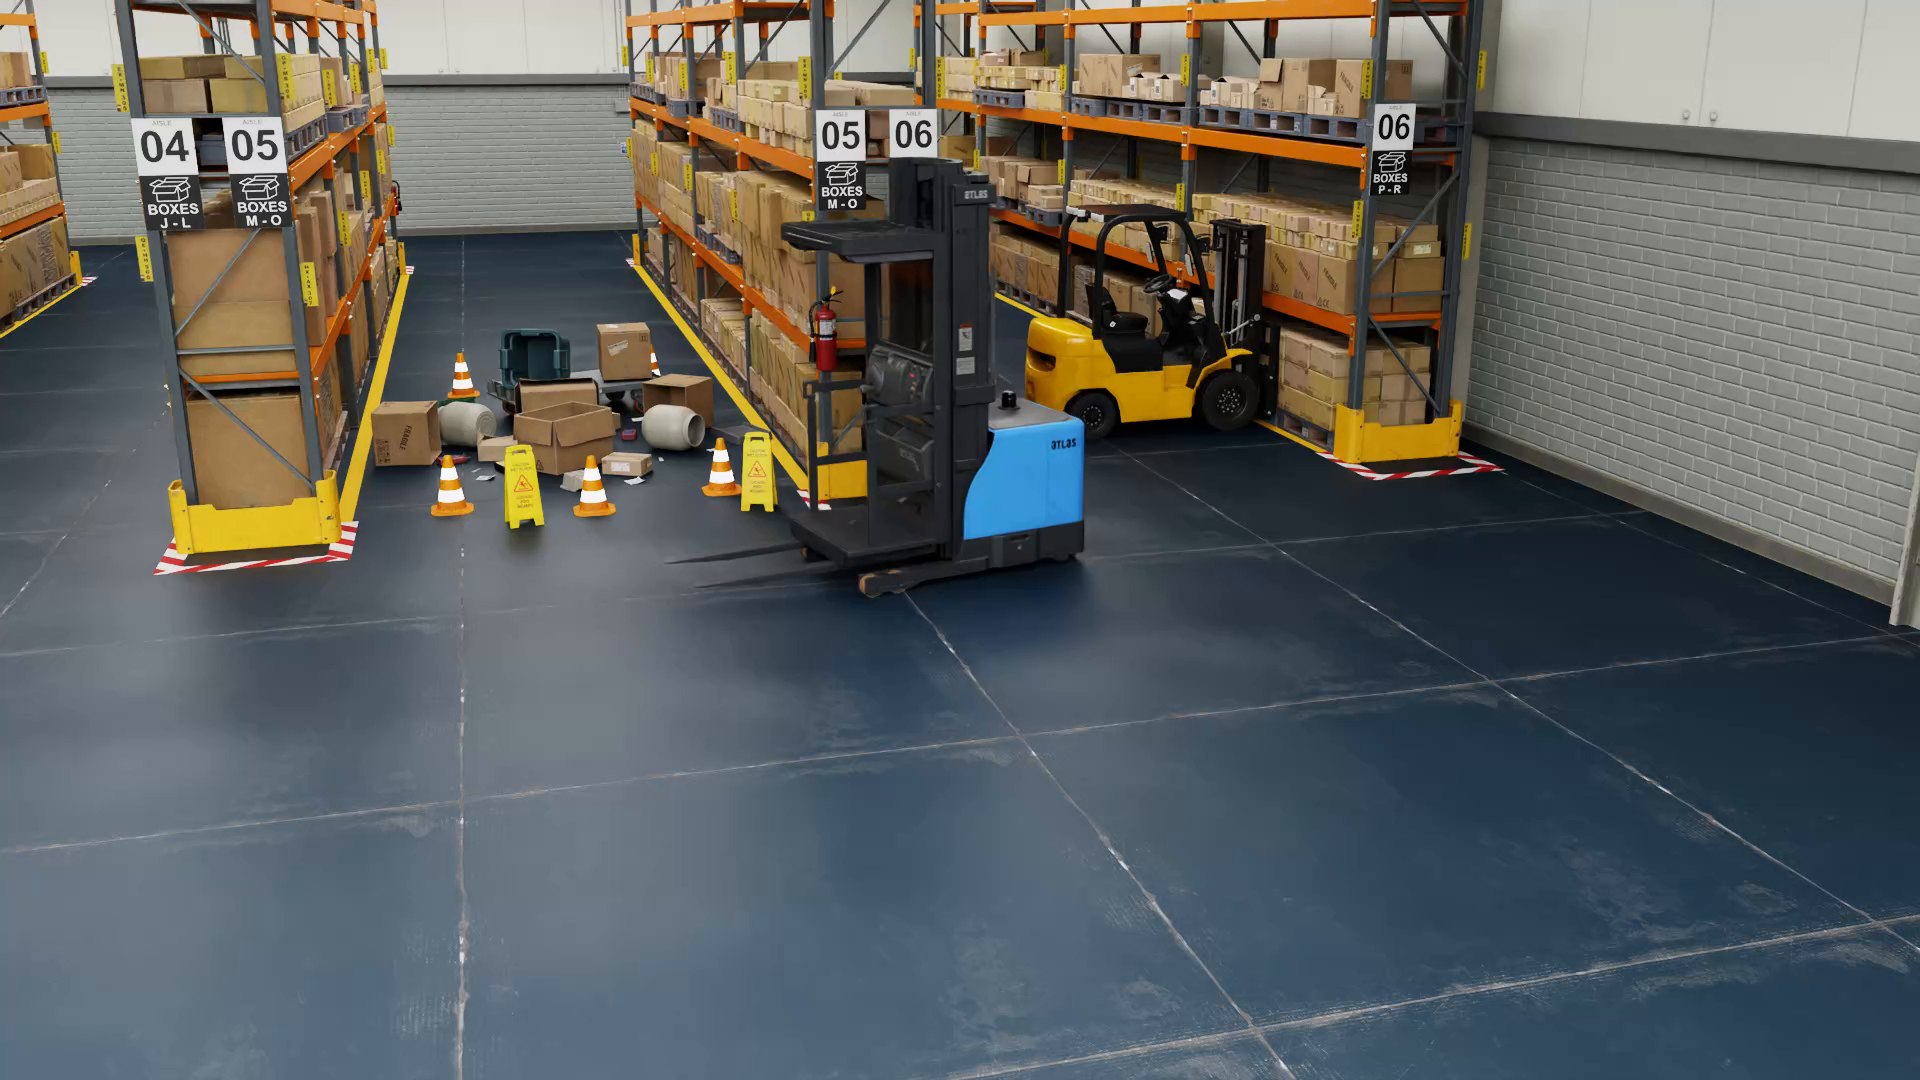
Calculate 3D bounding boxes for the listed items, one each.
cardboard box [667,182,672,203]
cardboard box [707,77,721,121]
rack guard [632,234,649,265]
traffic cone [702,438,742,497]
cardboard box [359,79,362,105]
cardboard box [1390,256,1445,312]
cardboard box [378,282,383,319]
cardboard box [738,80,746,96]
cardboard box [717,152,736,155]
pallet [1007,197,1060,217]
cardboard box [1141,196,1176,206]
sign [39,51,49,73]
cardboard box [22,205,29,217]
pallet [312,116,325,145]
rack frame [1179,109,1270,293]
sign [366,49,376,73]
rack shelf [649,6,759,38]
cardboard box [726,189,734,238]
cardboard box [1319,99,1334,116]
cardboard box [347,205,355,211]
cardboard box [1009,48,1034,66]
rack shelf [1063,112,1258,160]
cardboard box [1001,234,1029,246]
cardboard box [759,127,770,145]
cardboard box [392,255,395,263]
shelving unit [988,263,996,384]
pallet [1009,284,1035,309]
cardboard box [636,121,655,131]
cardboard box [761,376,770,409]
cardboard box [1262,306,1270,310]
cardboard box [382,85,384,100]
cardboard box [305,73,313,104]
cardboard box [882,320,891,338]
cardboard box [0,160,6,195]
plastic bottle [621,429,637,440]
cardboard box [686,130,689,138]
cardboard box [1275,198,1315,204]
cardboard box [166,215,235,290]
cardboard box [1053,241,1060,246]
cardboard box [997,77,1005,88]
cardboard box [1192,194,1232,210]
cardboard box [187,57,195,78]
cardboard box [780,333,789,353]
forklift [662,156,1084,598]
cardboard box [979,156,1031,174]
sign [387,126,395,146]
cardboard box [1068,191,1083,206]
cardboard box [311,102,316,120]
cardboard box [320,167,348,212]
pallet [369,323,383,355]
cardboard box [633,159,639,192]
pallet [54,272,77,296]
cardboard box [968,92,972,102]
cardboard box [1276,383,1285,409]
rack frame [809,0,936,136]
[{"bbox_3d":[-3.856,-4.903,23.451,0.500,0.250,0.500,-4,17,-15],"label":"cardboard box"},{"bbox_3d":[-2.639,-5.278,19.920,0.700,0.500,0.500,-5,17,-15],"label":"cardboard box"},{"bbox_3d":[-5.095,-5.079,28.990,1.175,0.500,0.348,-5,17,-15],"label":"rack guard"},{"bbox_3d":[-2.050,-0.645,14.296,0.336,0.463,0.334,-5,17,-15],"label":"traffic cone"},{"bbox_3d":[-7.809,-5.576,20.913,0.500,0.500,0.500,-5,17,-15],"label":"cardboard box"},{"bbox_3d":[4.211,-2.444,15.700,0.500,0.500,0.500,-4,17,-13],"label":"cardboard box"},{"bbox_3d":[-7.858,-3.137,21.797,0.500,0.500,0.500,-5,17,-17],"label":"cardboard box"},{"bbox_3d":[-2.018,-4.535,16.672,0.380,0.149,0.250,-5,17,-16],"label":"cardboard box"},{"bbox_3d":[-2.936,-4.875,22.056,0.500,0.500,0.500,-5,17,-15],"label":"cardboard box"},{"bbox_3d":[1.343,-4.895,24.369,1.003,0.211,1.213,-5,17,-15],"label":"pallet"},{"bbox_3d":[2.369,-3.983,19.696,0.380,0.149,0.250,-5,18,-17],"label":"cardboard box"},{"bbox_3d":[-14.091,-7.347,25.583,0.100,0.325,0.005,-5,17,-15],"label":"sign"},{"bbox_3d":[-13.636,-4.726,23.906,0.380,0.149,0.250,-4,17,-15],"label":"cardboard box"},{"bbox_3d":[-6.307,-3.698,14.988,1.003,0.211,1.213,-5,17,-15],"label":"pallet"},{"bbox_3d":[2.981,-3.343,18.868,1.000,3.000,0.127,-5,17,-15],"label":"rack frame"},{"bbox_3d":[-8.188,-6.661,23.116,0.100,0.325,0.005,-5,17,-15],"label":"sign"},{"bbox_3d":[-3.439,-6.947,22.381,1.077,0.370,4.000,-5,17,-15],"label":"rack shelf"},{"bbox_3d":[-2.275,-3.588,18.262,0.500,0.500,0.500,-5,17,-15],"label":"cardboard box"},{"bbox_3d":[3.561,-4.007,15.398,0.380,0.149,0.250,-5,17,-17],"label":"cardboard box"},{"bbox_3d":[-7.561,-4.010,20.277,0.380,0.149,0.250,-4,17,-13],"label":"cardboard box"},{"bbox_3d":[0.933,-7.383,25.399,0.396,0.266,0.258,-5,17,-16],"label":"cardboard box"},{"bbox_3d":[2.432,-4.989,20.382,1.077,0.370,4.000,-5,17,-15],"label":"rack shelf"},{"bbox_3d":[0.857,-4.610,25.573,0.380,0.149,0.250,-6,18,-18],"label":"cardboard box"},{"bbox_3d":[-1.671,-3.797,15.601,0.380,0.149,0.250,-5,17,-16],"label":"cardboard box"},{"bbox_3d":[-9.101,-4.419,26.157,0.380,0.149,0.250,-4,17,-14],"label":"cardboard box"},{"bbox_3d":[-0.009,-1.140,13.090,0.431,2.100,0.503,-8,18,-22],"label":"shelving unit"},{"bbox_3d":[1.381,-3.661,24.772,1.003,0.211,1.213,-5,17,-15],"label":"pallet"},{"bbox_3d":[-5.155,-6.839,27.465,0.380,0.149,0.250,-4,17,-14],"label":"cardboard box"},{"bbox_3d":[-1.730,-1.503,16.791,0.500,0.250,0.500,-4,17,-12],"label":"cardboard box"},{"bbox_3d":[3.456,-2.447,18.195,0.500,0.250,0.500,-5,17,-16],"label":"cardboard box"},{"bbox_3d":[-9.440,-7.110,26.453,0.500,0.250,0.500,-5,17,-16],"label":"cardboard box"},{"bbox_3d":[-5.866,-3.893,14.322,0.500,0.250,0.500,-5,17,-16],"label":"cardboard box"},{"bbox_3d":[-0.585,-1.833,14.278,0.380,0.149,0.250,-5,17,-15],"label":"cardboard box"},{"bbox_3d":[-13.403,-4.962,22.696,0.500,0.500,0.500,-5,17,-15],"label":"cardboard box"},{"bbox_3d":[-3.239,-1.037,16.299,0.133,0.061,0.283,-2,17,-6],"label":"plastic bottle"},{"bbox_3d":[-4.023,-6.245,25.489,0.380,0.149,0.250,-5,17,-16],"label":"cardboard box"},{"bbox_3d":[3.603,-3.571,17.807,0.380,0.149,0.250,-5,17,-16],"label":"cardboard box"},{"bbox_3d":[-5.727,-2.264,13.136,0.875,0.550,0.550,-5,17,-15],"label":"cardboard box"},{"bbox_3d":[1.598,-4.365,24.756,0.380,0.149,0.250,-5,18,-17],"label":"cardboard box"},{"bbox_3d":[0.765,-6.725,24.445,0.380,0.149,0.250,-5,17,-16],"label":"cardboard box"},{"bbox_3d":[2.783,-3.733,18.346,0.380,0.149,0.250,-4,17,-14],"label":"cardboard box"},{"bbox_3d":[-5.909,-3.507,12.345,0.380,0.149,0.250,-5,17,-15],"label":"cardboard box"},{"bbox_3d":[-1.464,-1.838,15.474,0.380,0.149,0.250,-4,17,-13],"label":"cardboard box"},{"bbox_3d":[-0.613,-1.173,11.761,3.031,2.935,1.130,-9,19,-28],"label":"forklift"},{"bbox_3d":[0.700,-5.654,25.656,0.700,0.500,0.500,-4,17,-14],"label":"cardboard box"},{"bbox_3d":[-9.281,-6.594,27.128,0.100,0.325,0.005,-5,17,-15],"label":"sign"},{"bbox_3d":[1.745,-4.473,22.022,0.500,0.250,0.500,-5,17,-15],"label":"cardboard box"},{"bbox_3d":[-5.835,-3.739,14.506,0.380,0.149,0.250,-4,17,-14],"label":"cardboard box"},{"bbox_3d":[-7.508,-4.039,19.272,0.700,0.500,0.500,-5,17,-16],"label":"cardboard box"},{"bbox_3d":[-7.835,-2.518,20.967,1.003,0.211,1.213,-5,17,-15],"label":"pallet"},{"bbox_3d":[-5.232,-6.162,28.077,0.500,0.500,0.500,-5,17,-16],"label":"cardboard box"},{"bbox_3d":[-14.322,-3.935,25.686,1.003,0.211,1.213,-5,17,-15],"label":"pallet"},{"bbox_3d":[0.336,-7.017,26.319,0.380,0.149,0.250,-5,17,-15],"label":"cardboard box"},{"bbox_3d":[3.391,-1.504,16.793,0.500,0.250,0.500,-5,17,-15],"label":"cardboard box"},{"bbox_3d":[-0.691,-4.717,13.012,1.000,3.000,0.127,-5,17,-15],"label":"rack frame"}]
